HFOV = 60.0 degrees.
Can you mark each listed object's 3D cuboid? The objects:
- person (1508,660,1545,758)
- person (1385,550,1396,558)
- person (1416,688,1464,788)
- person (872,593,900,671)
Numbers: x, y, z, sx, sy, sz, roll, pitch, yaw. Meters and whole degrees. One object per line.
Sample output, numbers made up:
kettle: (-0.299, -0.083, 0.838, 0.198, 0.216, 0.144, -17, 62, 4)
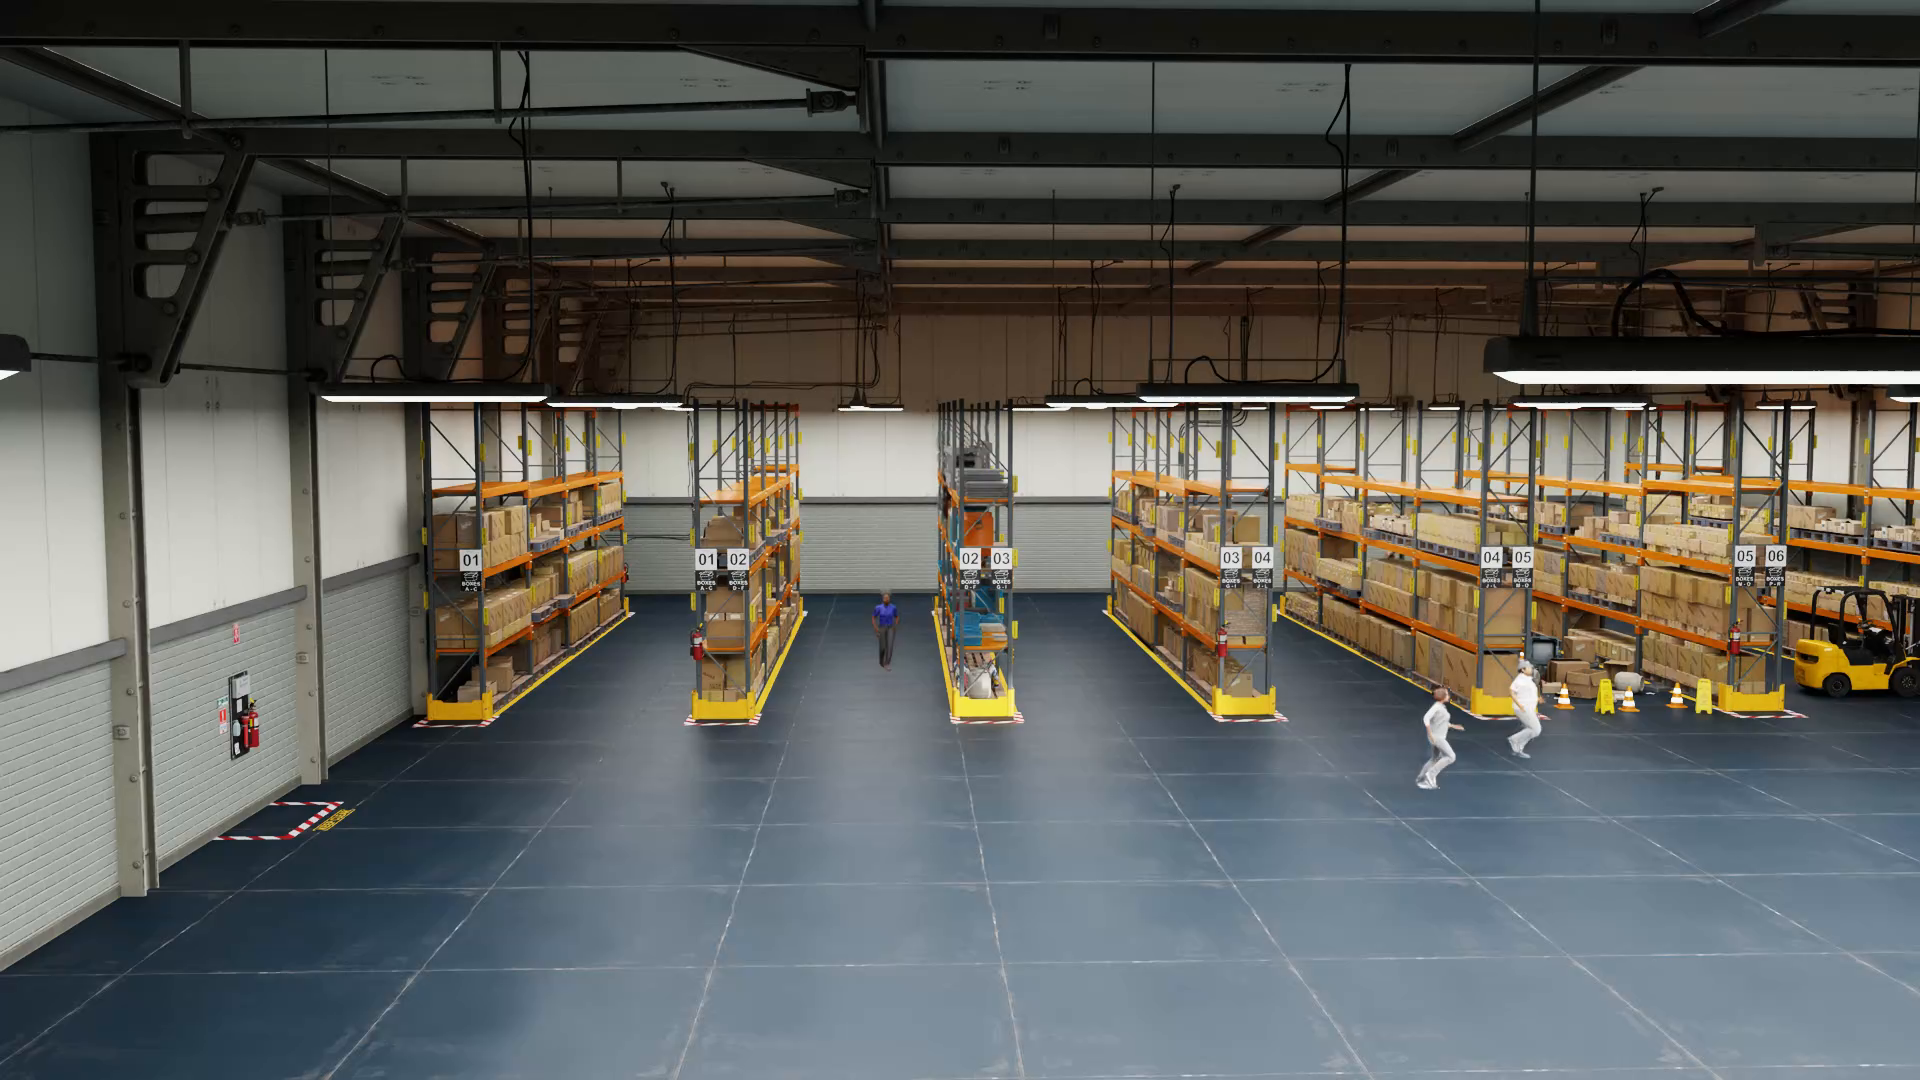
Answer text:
person: (9.430, 2.816, 27.638, 0.539, 1.628, 0.600, 2, 5, 29)
person: (12.665, 1.113, 49.135, 0.695, 1.755, 0.720, -1, 4, -7)
person: (7.283, 3.014, 25.227, 0.680, 1.554, 0.543, 2, 5, 21)
person: (-1.580, 1.940, 35.461, 0.599, 1.638, 0.556, -1, 4, -10)
